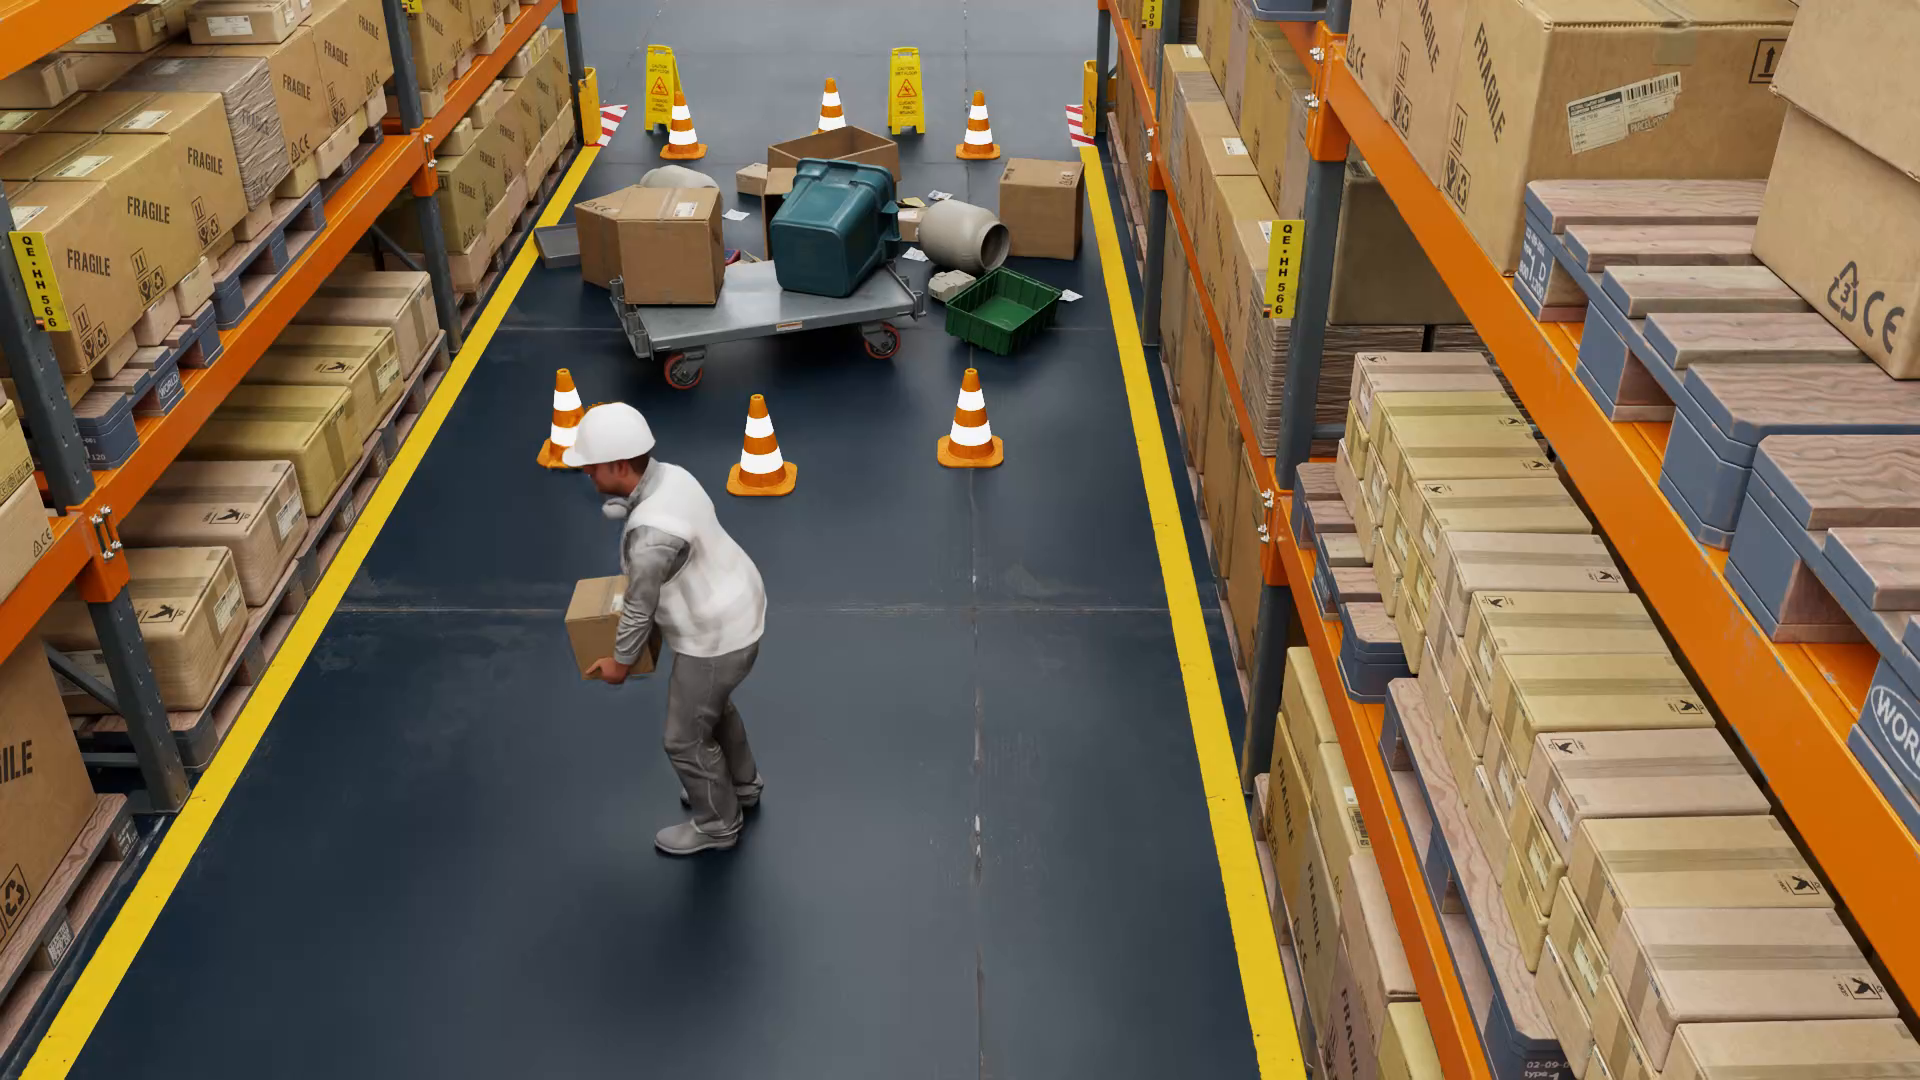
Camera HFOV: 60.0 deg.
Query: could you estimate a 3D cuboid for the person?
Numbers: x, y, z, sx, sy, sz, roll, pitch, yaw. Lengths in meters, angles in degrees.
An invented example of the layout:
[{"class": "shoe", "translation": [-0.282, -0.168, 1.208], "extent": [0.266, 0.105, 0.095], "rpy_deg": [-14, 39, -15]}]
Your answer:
[{"class": "person", "translation": [-0.957, 0.315, 5.645], "extent": [0.604, 1.724, 0.480], "rpy_deg": [-1, 31, -1]}]
